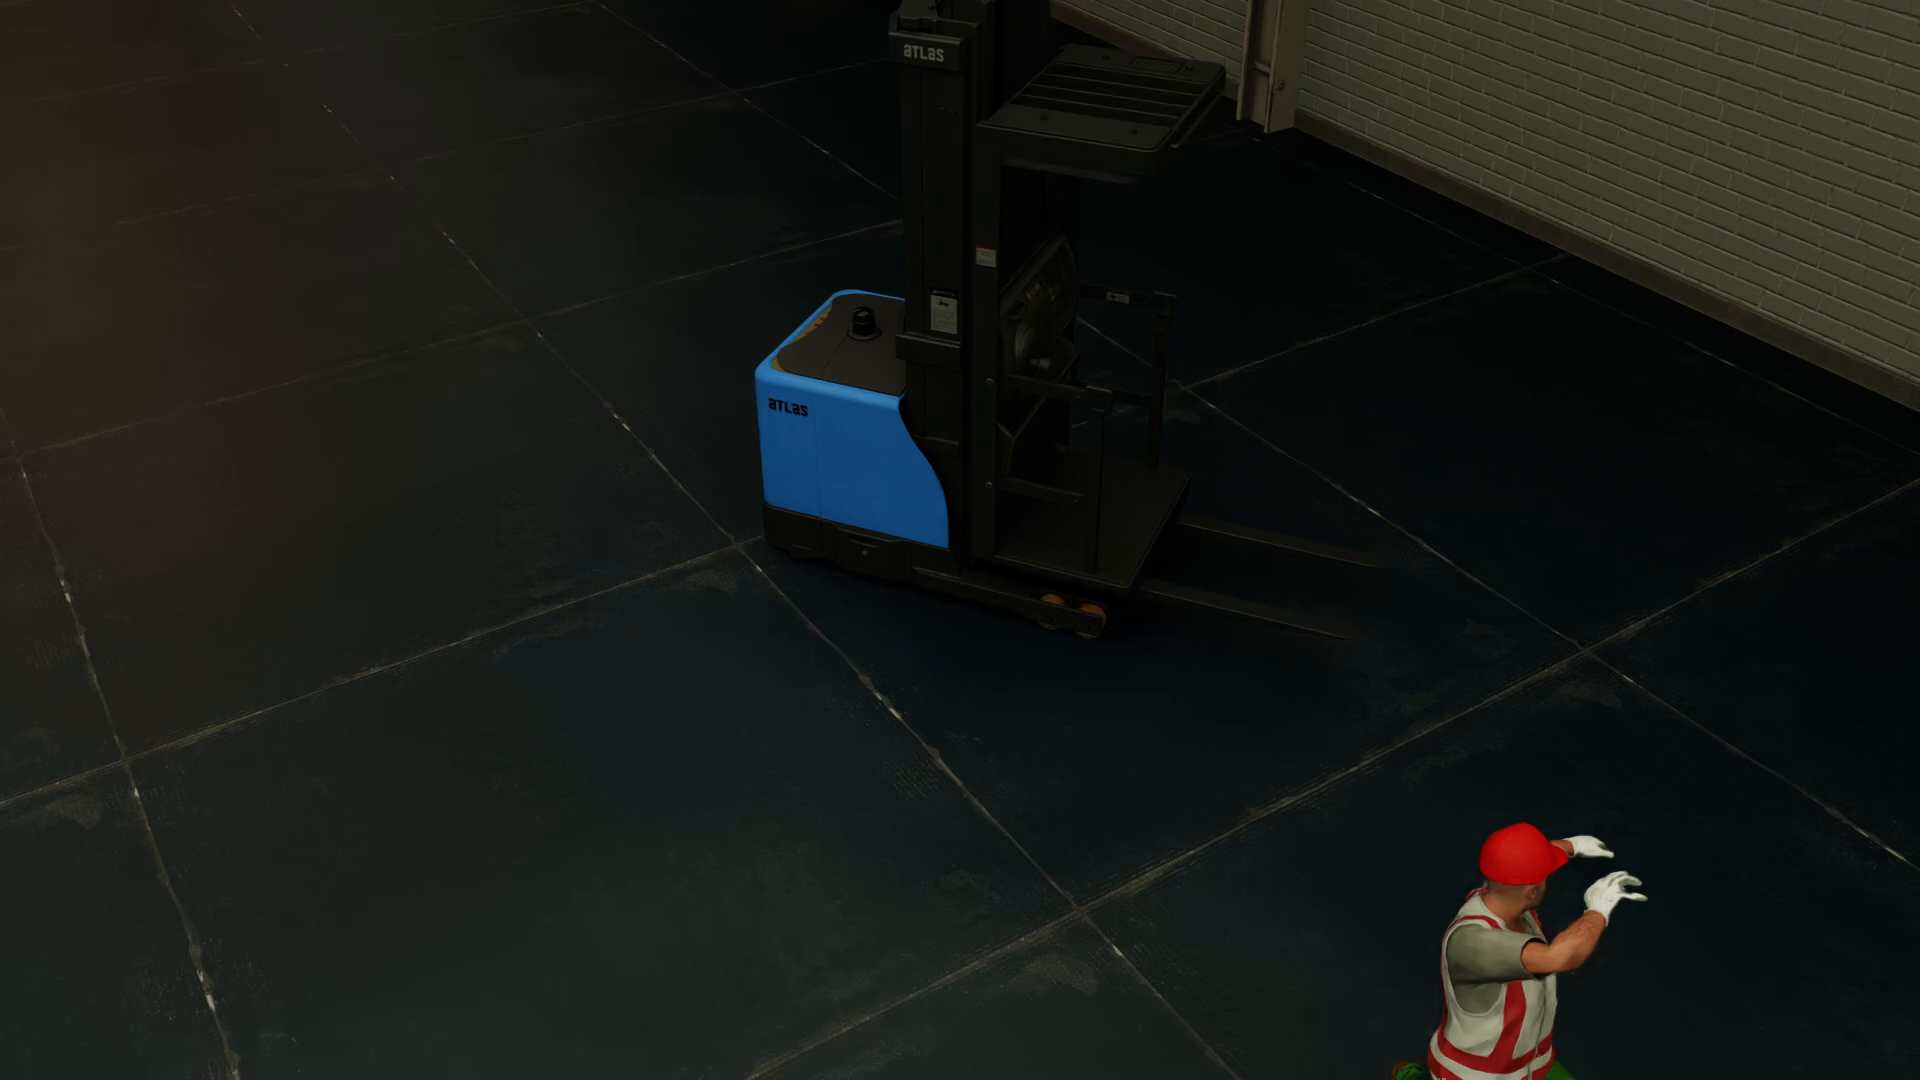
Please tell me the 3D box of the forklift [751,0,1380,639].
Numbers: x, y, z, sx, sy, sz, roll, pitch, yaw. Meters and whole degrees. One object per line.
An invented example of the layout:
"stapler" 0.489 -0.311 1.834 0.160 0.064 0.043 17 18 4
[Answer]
"forklift" 0.538 -1.077 7.681 3.031 2.935 1.130 13 37 18

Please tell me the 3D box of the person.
"person" 1.913 1.535 5.223 0.988 1.476 0.987 -21 40 -27
